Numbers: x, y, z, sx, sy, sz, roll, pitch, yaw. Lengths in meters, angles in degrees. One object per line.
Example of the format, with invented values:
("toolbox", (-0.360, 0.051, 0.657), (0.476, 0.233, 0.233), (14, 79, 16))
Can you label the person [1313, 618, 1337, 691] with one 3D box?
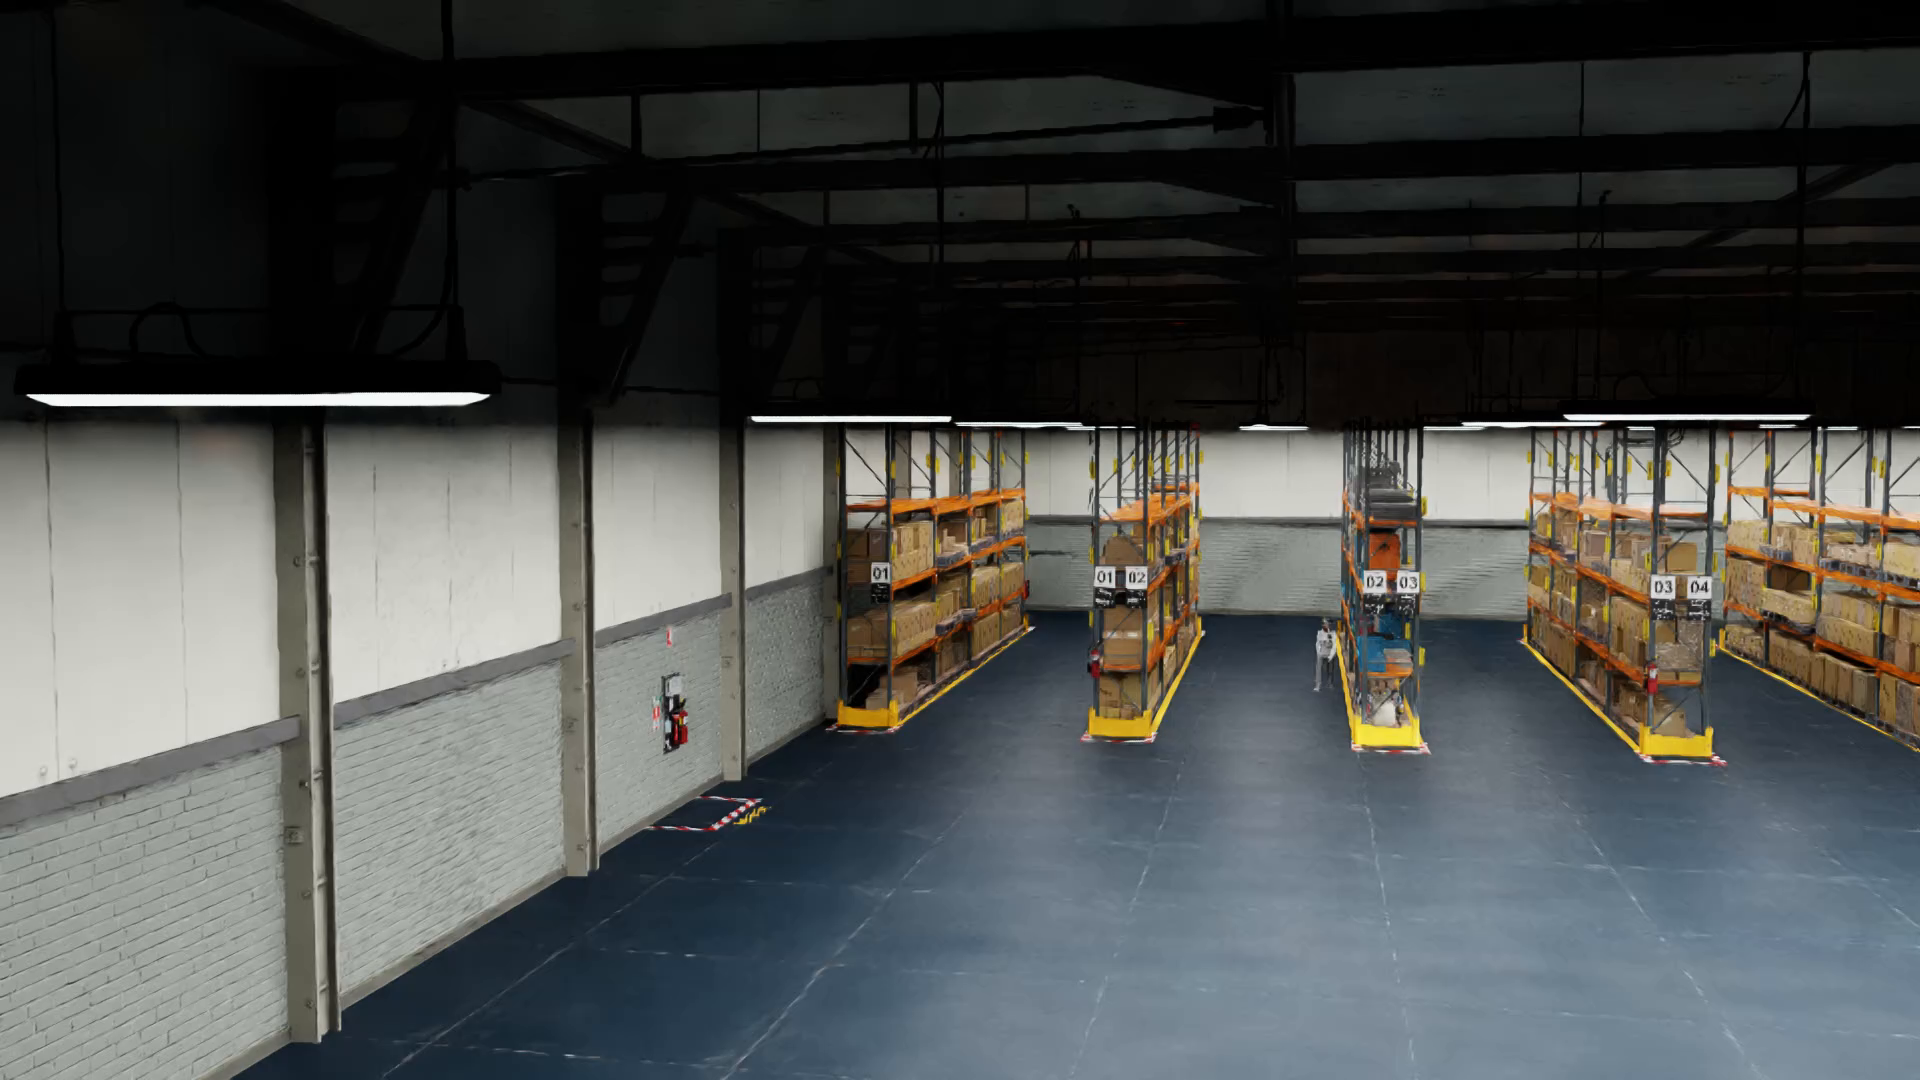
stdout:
("person", (8.088, 2.512, 36.719), (0.482, 1.621, 0.997), (1, 4, 20))
